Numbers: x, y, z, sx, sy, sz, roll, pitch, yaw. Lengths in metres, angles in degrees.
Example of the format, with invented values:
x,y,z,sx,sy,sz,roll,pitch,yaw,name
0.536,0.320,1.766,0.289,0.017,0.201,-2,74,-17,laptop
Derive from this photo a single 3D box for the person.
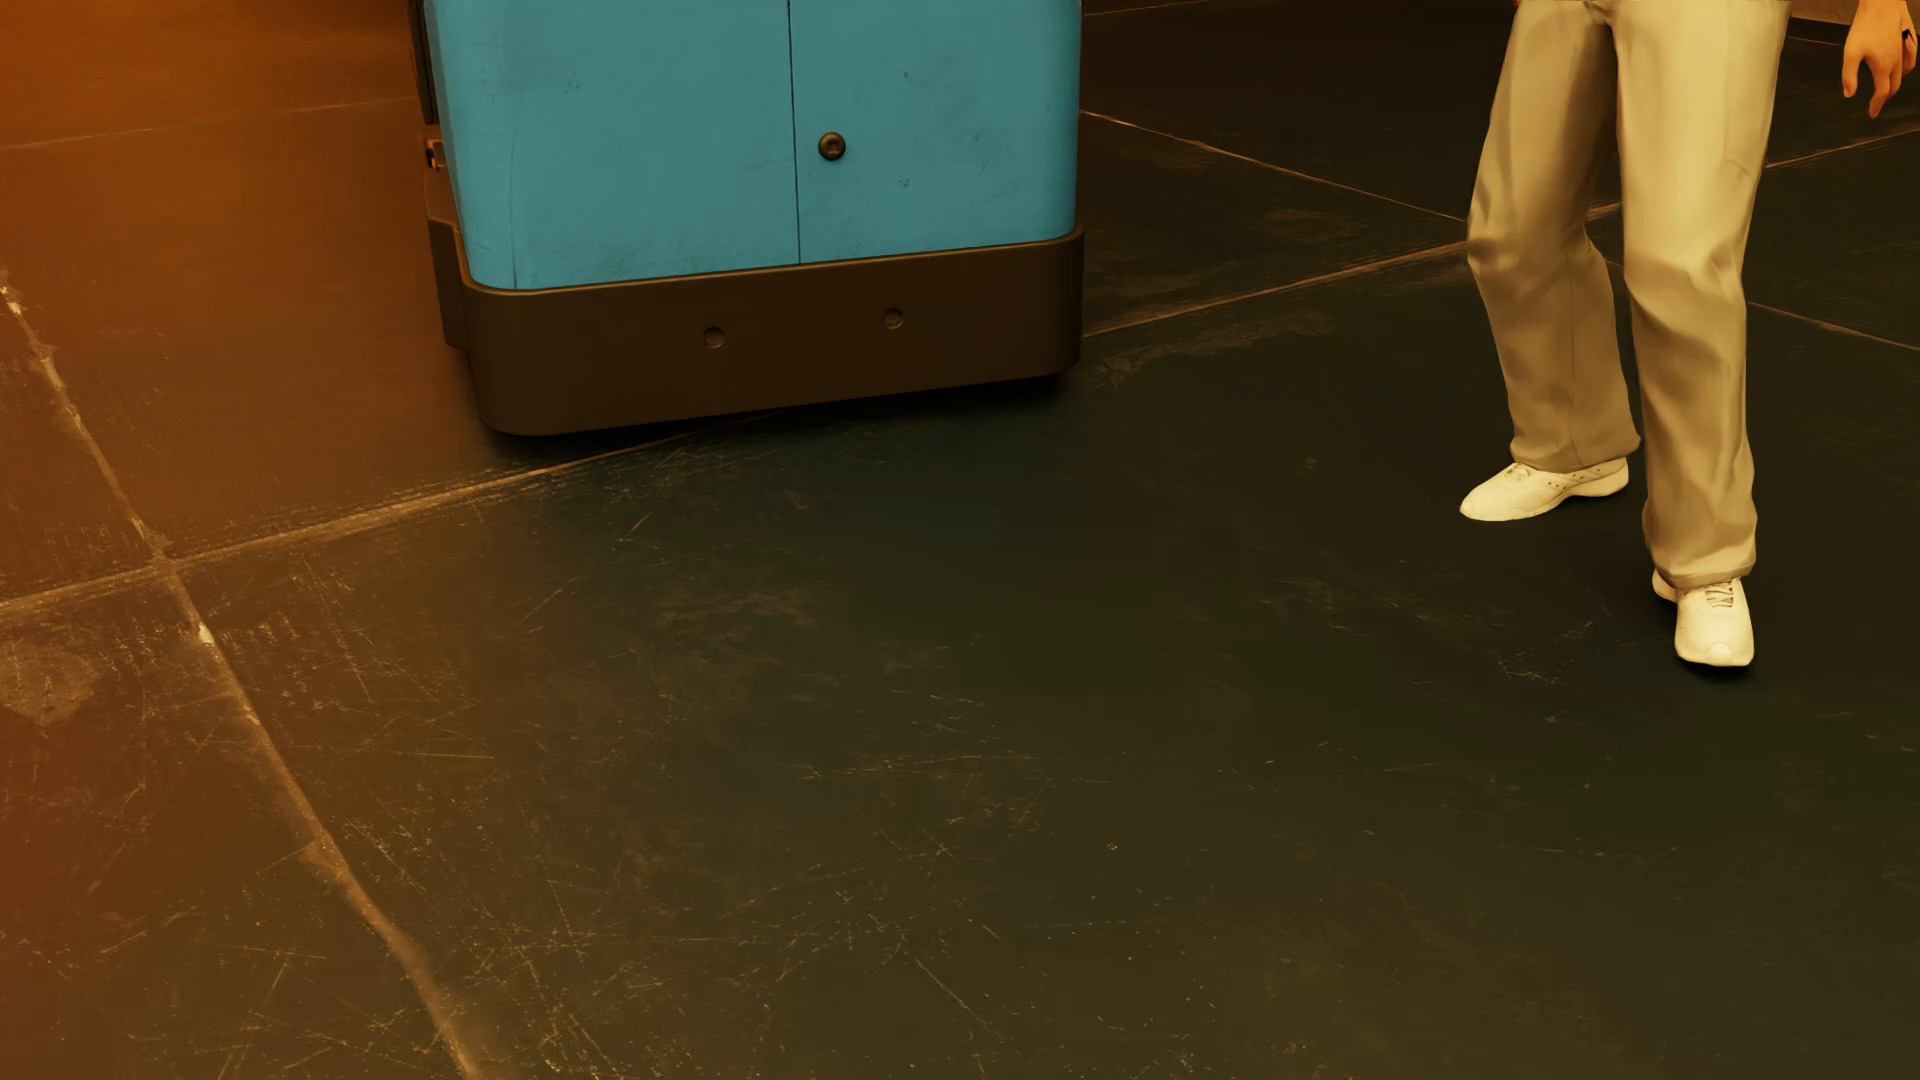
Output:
x,y,z,sx,sy,sz,roll,pitch,yaw,name
0.938,-0.717,2.136,0.401,1.645,0.794,-11,29,-21,person

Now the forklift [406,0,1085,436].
x,y,z,sx,sy,sz,roll,pitch,yaw,name
-0.726,-2.117,3.452,1.130,2.935,3.031,-8,28,-16,forklift
